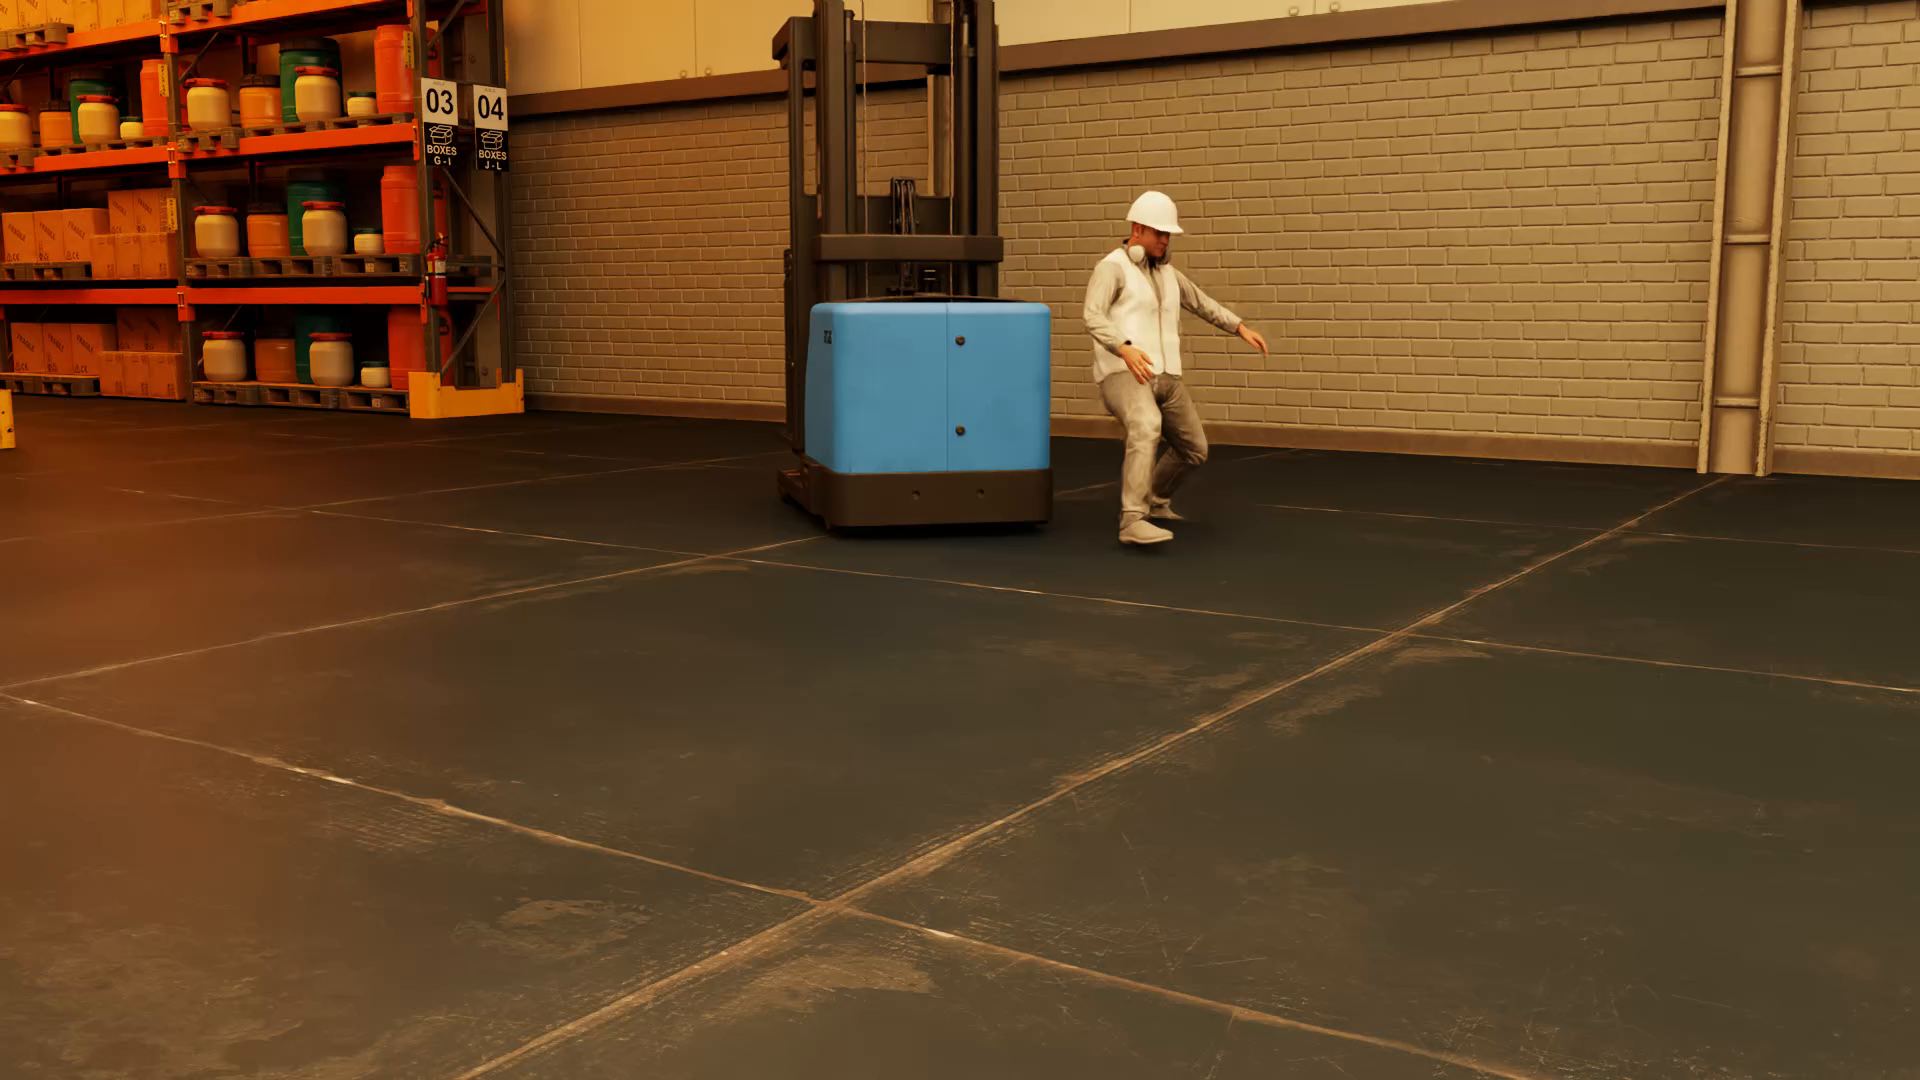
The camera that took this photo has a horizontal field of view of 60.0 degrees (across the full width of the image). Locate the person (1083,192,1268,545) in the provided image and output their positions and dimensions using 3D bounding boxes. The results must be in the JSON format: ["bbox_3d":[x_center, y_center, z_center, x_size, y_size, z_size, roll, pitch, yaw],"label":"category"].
[{"bbox_3d":[0.944,-0.791,7.747,1.018,1.640,0.970,-7,11,-39],"label":"person"}]

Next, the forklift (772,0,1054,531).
[{"bbox_3d":[-0.395,-1.661,8.874,1.130,2.935,3.031,-2,8,-13],"label":"forklift"}]
